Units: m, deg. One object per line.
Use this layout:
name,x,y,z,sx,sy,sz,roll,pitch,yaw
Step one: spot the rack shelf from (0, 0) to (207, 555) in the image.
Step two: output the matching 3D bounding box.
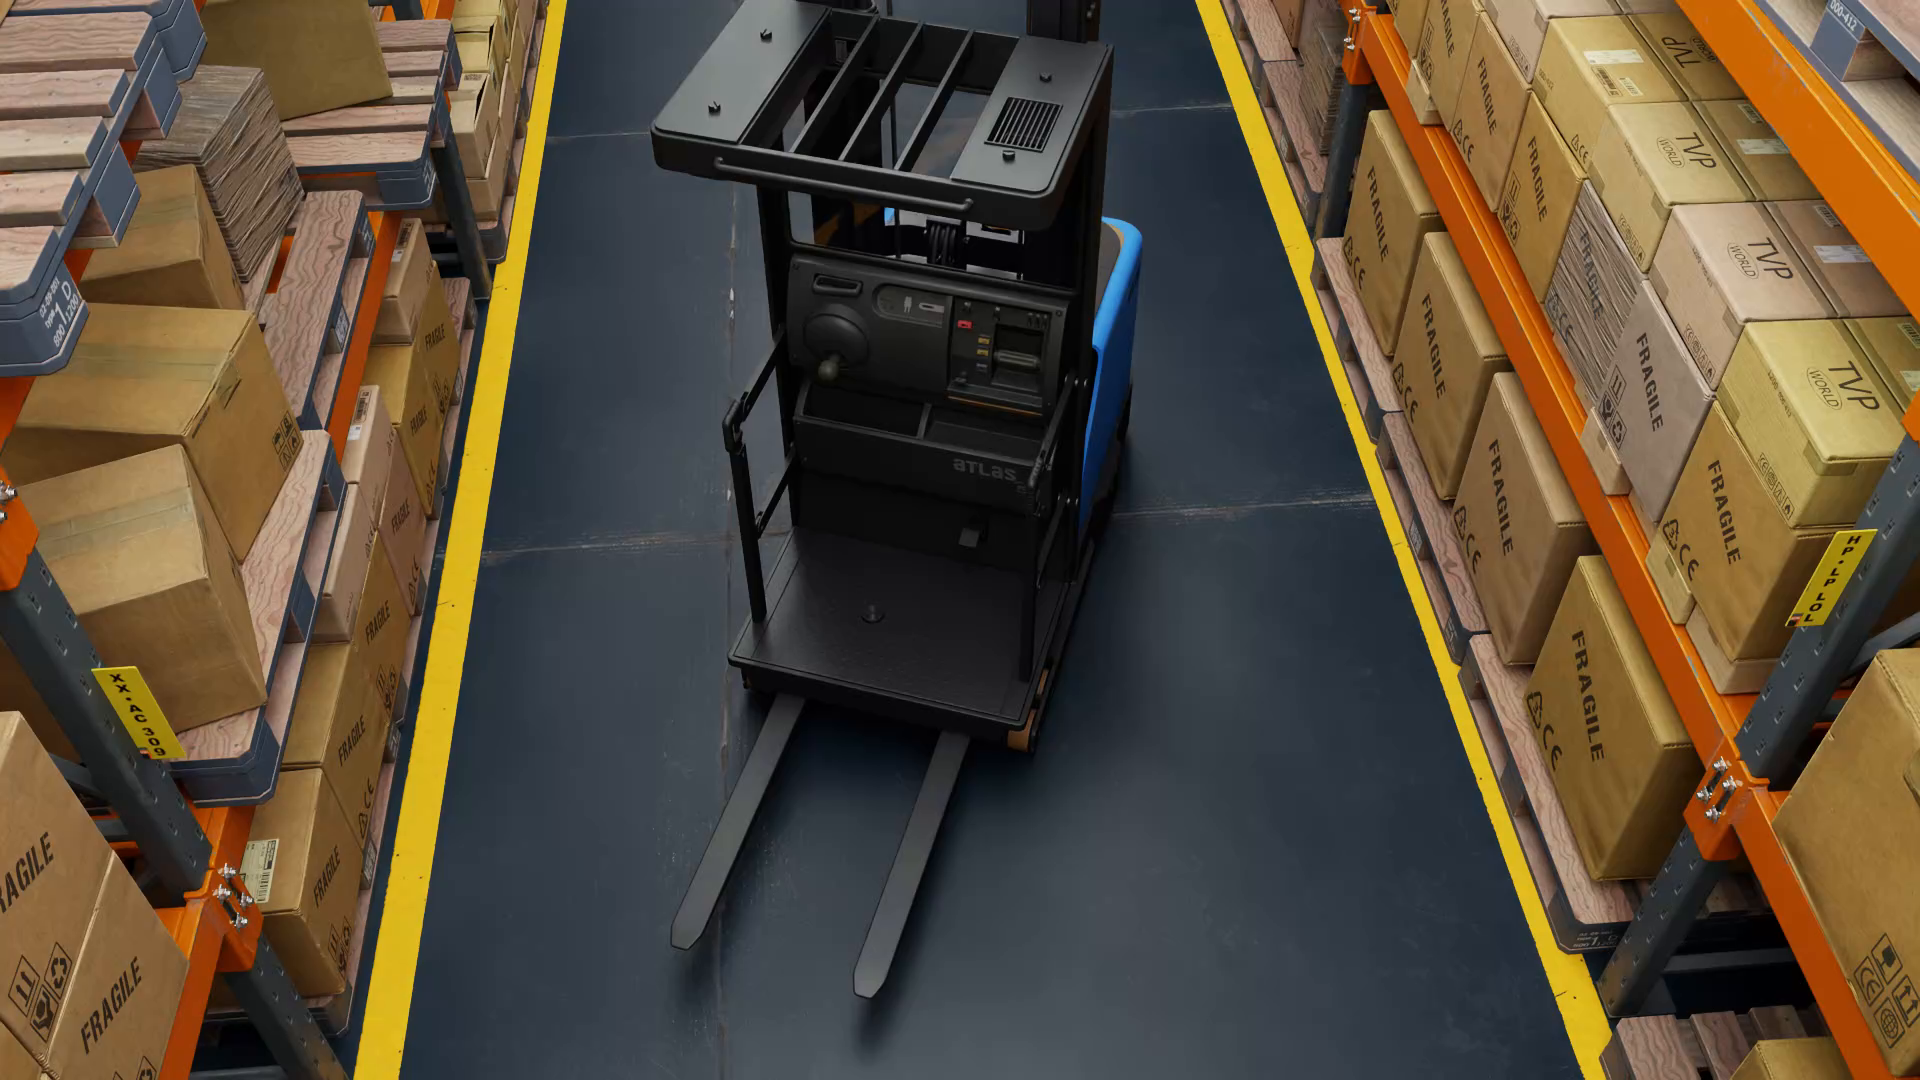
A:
rack shelf,-2.544,-1.505,4.539,1.077,0.370,4.000,-3,47,-3

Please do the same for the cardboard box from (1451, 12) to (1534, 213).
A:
cardboard box,2.085,-1.509,5.826,0.500,0.500,0.500,-4,47,-3

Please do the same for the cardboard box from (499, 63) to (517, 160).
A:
cardboard box,-2.505,-2.127,8.303,0.500,0.250,0.500,-5,47,-4

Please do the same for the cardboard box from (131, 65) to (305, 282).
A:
cardboard box,-2.660,-1.224,5.486,0.700,0.500,0.500,4,47,4

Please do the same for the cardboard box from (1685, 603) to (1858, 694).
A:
cardboard box,2.249,0.275,4.583,0.380,0.149,0.250,-3,47,-3

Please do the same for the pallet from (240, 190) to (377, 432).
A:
pallet,-2.544,-0.695,5.474,1.003,0.211,1.213,-3,47,-3

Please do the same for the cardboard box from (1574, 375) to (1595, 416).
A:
cardboard box,2.193,-0.465,5.284,0.380,0.149,0.250,-3,47,-3

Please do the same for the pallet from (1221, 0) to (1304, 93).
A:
pallet,2.062,-2.959,9.407,1.003,0.211,1.213,-3,47,-3

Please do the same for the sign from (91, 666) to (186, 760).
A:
sign,-1.836,0.390,3.718,0.100,0.325,0.005,-3,47,-3

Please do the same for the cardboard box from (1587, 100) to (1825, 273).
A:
cardboard box,2.190,-1.041,4.866,0.500,0.250,0.500,-3,47,-3

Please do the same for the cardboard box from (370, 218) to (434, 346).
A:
cardboard box,-2.390,-1.014,6.547,0.500,0.250,0.500,-2,47,-2

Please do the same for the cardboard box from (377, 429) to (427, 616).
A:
cardboard box,-2.306,-0.043,6.144,0.500,0.500,0.500,-5,47,-5

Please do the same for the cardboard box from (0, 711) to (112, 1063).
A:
cardboard box,-2.076,0.698,3.265,0.500,0.500,0.500,-3,47,-3

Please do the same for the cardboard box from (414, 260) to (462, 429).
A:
cardboard box,-2.399,-0.797,6.858,0.500,0.500,0.500,-2,47,-2

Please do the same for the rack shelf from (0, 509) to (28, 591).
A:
rack shelf,-2.209,1.389,1.798,1.077,0.370,4.000,-3,47,-3

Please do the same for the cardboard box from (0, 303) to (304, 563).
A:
cardboard box,-2.314,-0.302,4.612,0.700,0.500,0.500,3,47,3

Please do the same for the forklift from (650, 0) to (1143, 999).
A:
forklift,-0.174,-0.568,5.269,1.130,2.935,3.031,12,48,11

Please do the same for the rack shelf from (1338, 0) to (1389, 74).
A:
rack shelf,2.057,-3.671,8.656,1.077,0.370,4.000,-3,47,-3

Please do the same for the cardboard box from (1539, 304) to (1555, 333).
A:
cardboard box,2.176,-0.840,5.639,0.380,0.149,0.250,-2,47,-2

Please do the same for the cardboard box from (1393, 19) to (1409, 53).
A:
cardboard box,2.022,-2.140,6.870,0.380,0.149,0.250,-4,47,-4

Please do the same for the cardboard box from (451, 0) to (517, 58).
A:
cardboard box,-2.555,-2.705,8.464,0.500,0.311,0.500,-5,47,-4

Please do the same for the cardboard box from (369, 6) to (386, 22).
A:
cardboard box,-2.698,-2.403,7.021,0.500,0.311,0.500,-1,47,-1

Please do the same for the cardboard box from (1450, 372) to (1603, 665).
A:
cardboard box,2.298,-0.088,5.959,0.750,0.750,0.750,-2,47,-2

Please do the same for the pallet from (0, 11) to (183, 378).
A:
pallet,-2.361,-0.717,3.426,1.213,0.211,1.003,-3,47,-3

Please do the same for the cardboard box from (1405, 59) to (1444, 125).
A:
cardboard box,1.972,-1.759,6.510,0.380,0.149,0.250,-2,47,-2

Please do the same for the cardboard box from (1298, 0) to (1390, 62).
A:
cardboard box,2.185,-2.661,8.623,0.700,0.500,0.500,-4,47,-3

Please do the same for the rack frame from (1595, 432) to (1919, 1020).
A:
rack frame,2.560,0.423,4.284,1.000,3.000,0.127,-3,47,-3

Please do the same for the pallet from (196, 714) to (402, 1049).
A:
pallet,-2.482,1.099,5.564,1.003,0.211,1.213,-3,47,-3

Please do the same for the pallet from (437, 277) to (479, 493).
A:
pallet,-2.686,-0.666,7.236,1.003,0.211,1.213,-3,47,-3

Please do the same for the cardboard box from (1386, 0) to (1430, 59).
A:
cardboard box,2.010,-2.248,6.526,0.500,0.500,0.500,-2,47,-2

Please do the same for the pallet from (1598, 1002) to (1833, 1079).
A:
pallet,2.545,1.936,4.771,1.003,0.211,1.213,-3,47,-3

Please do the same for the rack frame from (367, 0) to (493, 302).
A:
rack frame,-2.711,-2.168,6.737,1.000,3.000,0.127,-3,47,-3

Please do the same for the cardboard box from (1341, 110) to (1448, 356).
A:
cardboard box,2.156,-1.337,7.141,0.750,0.750,0.750,-4,47,-4

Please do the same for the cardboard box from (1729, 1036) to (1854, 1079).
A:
cardboard box,2.520,1.685,4.521,0.700,0.500,0.500,-3,47,-3

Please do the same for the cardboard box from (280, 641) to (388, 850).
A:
cardboard box,-2.230,0.685,5.454,0.500,0.500,0.500,-3,47,-3

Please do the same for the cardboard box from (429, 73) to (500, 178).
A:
cardboard box,-2.462,-1.956,7.755,0.500,0.311,0.500,-2,47,-2

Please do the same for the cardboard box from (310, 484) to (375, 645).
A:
cardboard box,-2.258,0.088,5.502,0.500,0.250,0.500,-3,47,-3

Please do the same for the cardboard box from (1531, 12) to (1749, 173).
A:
cardboard box,2.146,-1.410,5.215,0.500,0.250,0.500,-4,47,-4

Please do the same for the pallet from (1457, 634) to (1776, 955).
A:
pallet,2.420,0.828,5.821,1.003,0.211,1.213,-3,47,-3

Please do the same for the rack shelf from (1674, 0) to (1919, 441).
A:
rack shelf,2.392,-1.809,4.826,1.077,0.370,4.000,-3,47,-3

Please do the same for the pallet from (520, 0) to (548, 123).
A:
pallet,-2.840,-2.688,9.150,1.003,0.211,1.213,-3,47,-3

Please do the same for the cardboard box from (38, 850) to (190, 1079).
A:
cardboard box,-2.079,1.038,3.632,0.500,0.500,0.500,-3,47,-3

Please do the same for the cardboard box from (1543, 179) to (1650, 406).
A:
cardboard box,2.184,-0.772,5.128,0.500,0.500,0.500,-3,47,-3

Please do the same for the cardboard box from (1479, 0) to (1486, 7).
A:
cardboard box,2.052,-2.140,5.907,0.500,0.250,0.500,-4,47,-4

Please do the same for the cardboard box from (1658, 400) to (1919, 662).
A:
cardboard box,2.270,-0.040,4.434,0.500,0.500,0.500,-4,47,-4

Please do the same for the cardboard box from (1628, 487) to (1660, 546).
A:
cardboard box,2.228,-0.097,4.935,0.380,0.149,0.250,-2,47,-2

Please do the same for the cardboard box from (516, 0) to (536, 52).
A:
cardboard box,-2.597,-2.874,9.010,0.500,0.250,0.500,-3,47,-2

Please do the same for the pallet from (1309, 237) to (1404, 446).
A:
pallet,2.216,-0.938,7.493,1.003,0.211,1.213,-3,47,-3
